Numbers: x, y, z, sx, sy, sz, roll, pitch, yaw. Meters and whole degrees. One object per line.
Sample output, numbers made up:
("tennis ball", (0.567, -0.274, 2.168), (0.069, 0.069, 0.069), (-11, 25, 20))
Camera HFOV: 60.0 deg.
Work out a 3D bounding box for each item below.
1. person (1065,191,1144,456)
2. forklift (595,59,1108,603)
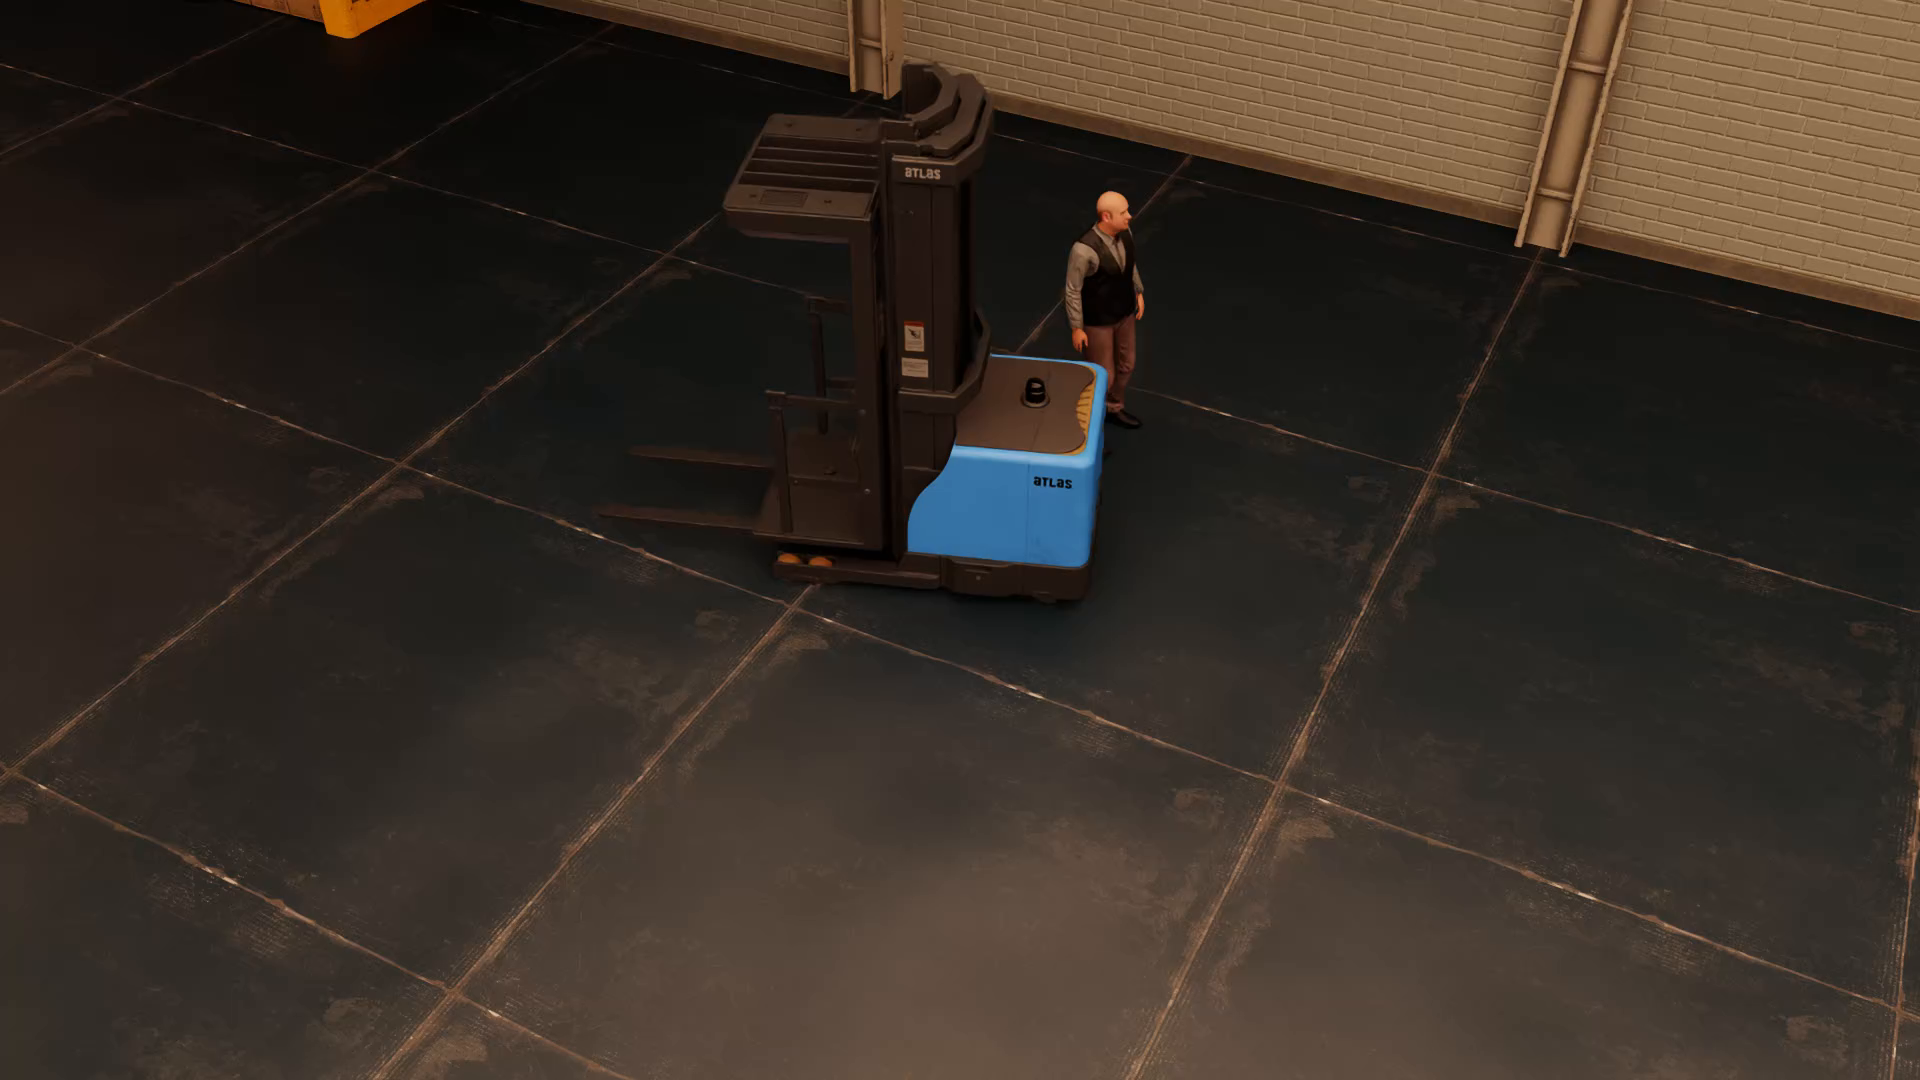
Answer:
("person", (0.956, -1.414, 10.606), (0.474, 1.721, 0.663), (29, 48, 30))
("forklift", (-0.676, -1.186, 9.394), (3.031, 2.935, 1.130), (6, 40, 7))
